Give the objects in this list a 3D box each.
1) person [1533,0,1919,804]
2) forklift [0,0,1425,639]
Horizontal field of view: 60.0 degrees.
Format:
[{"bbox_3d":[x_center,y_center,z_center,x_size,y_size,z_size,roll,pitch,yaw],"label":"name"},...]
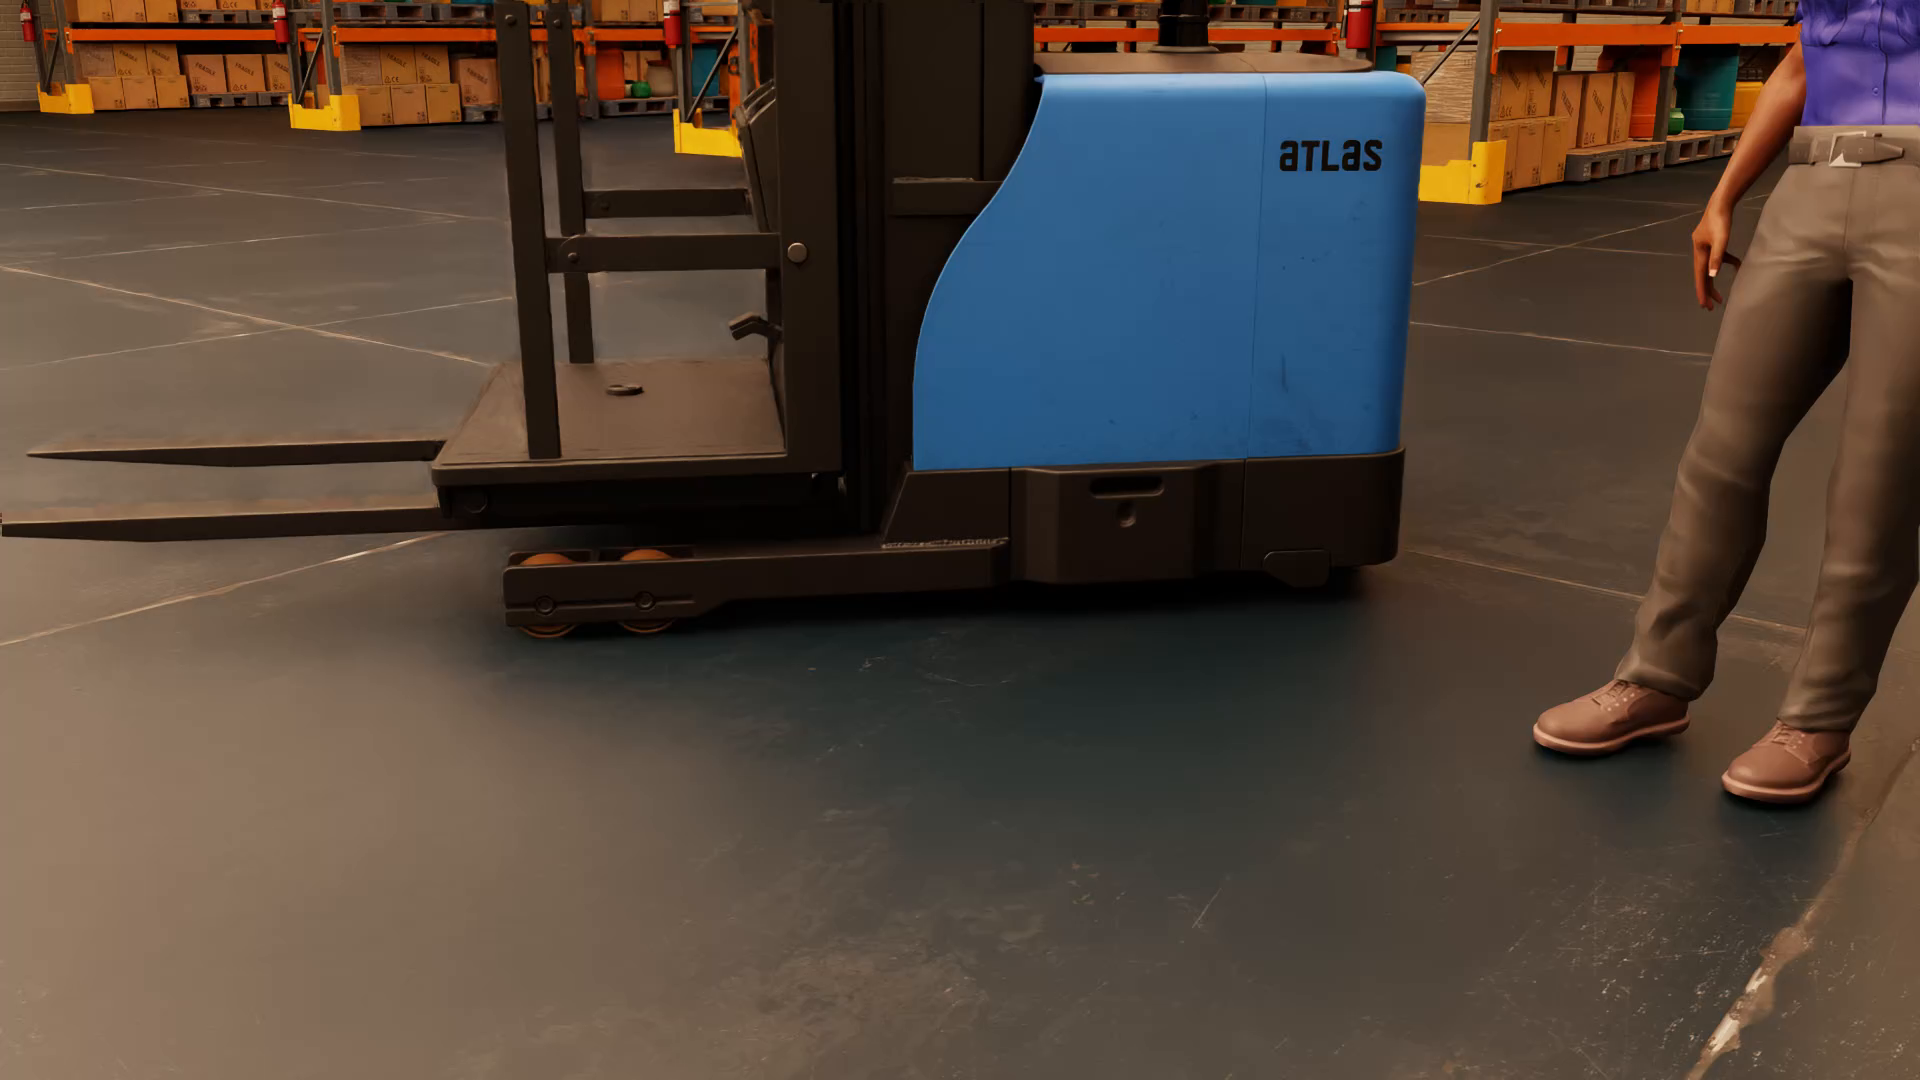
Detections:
[{"bbox_3d":[1.295,-0.419,2.452,0.504,1.654,0.570,-10,19,-29],"label":"person"},{"bbox_3d":[-0.614,-1.371,3.413,3.031,2.935,1.130,-2,17,-8],"label":"forklift"}]
